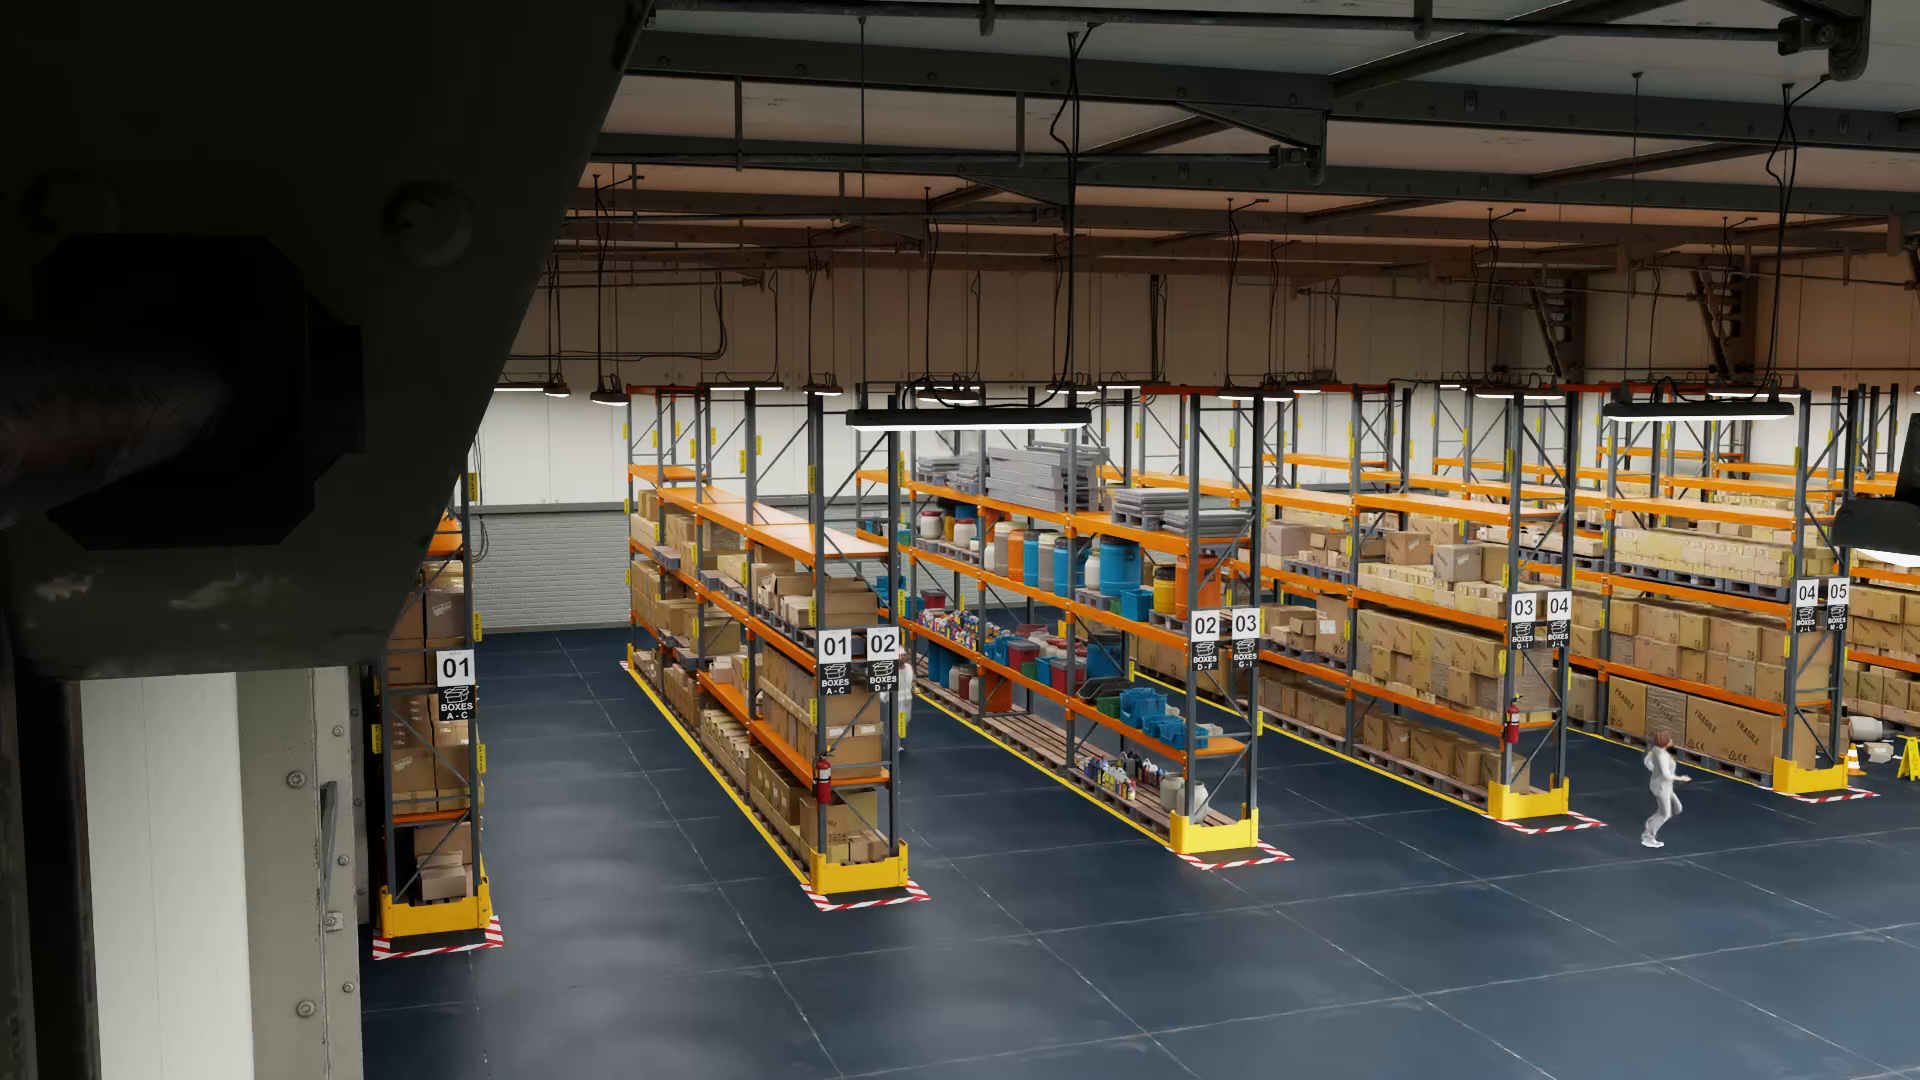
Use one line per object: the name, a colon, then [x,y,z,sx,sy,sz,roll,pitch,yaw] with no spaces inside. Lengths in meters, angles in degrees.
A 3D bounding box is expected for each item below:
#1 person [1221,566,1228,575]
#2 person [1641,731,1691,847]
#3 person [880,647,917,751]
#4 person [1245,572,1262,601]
person: [6.031,1.392,39.269,0.764,1.763,1.037,0,6,4]
person: [9.322,3.289,21.952,0.579,1.547,0.550,2,6,15]
person: [-0.962,2.630,27.294,0.670,1.739,0.636,-5,8,-39]
person: [6.596,1.513,37.878,0.656,1.772,0.980,-2,6,-22]
